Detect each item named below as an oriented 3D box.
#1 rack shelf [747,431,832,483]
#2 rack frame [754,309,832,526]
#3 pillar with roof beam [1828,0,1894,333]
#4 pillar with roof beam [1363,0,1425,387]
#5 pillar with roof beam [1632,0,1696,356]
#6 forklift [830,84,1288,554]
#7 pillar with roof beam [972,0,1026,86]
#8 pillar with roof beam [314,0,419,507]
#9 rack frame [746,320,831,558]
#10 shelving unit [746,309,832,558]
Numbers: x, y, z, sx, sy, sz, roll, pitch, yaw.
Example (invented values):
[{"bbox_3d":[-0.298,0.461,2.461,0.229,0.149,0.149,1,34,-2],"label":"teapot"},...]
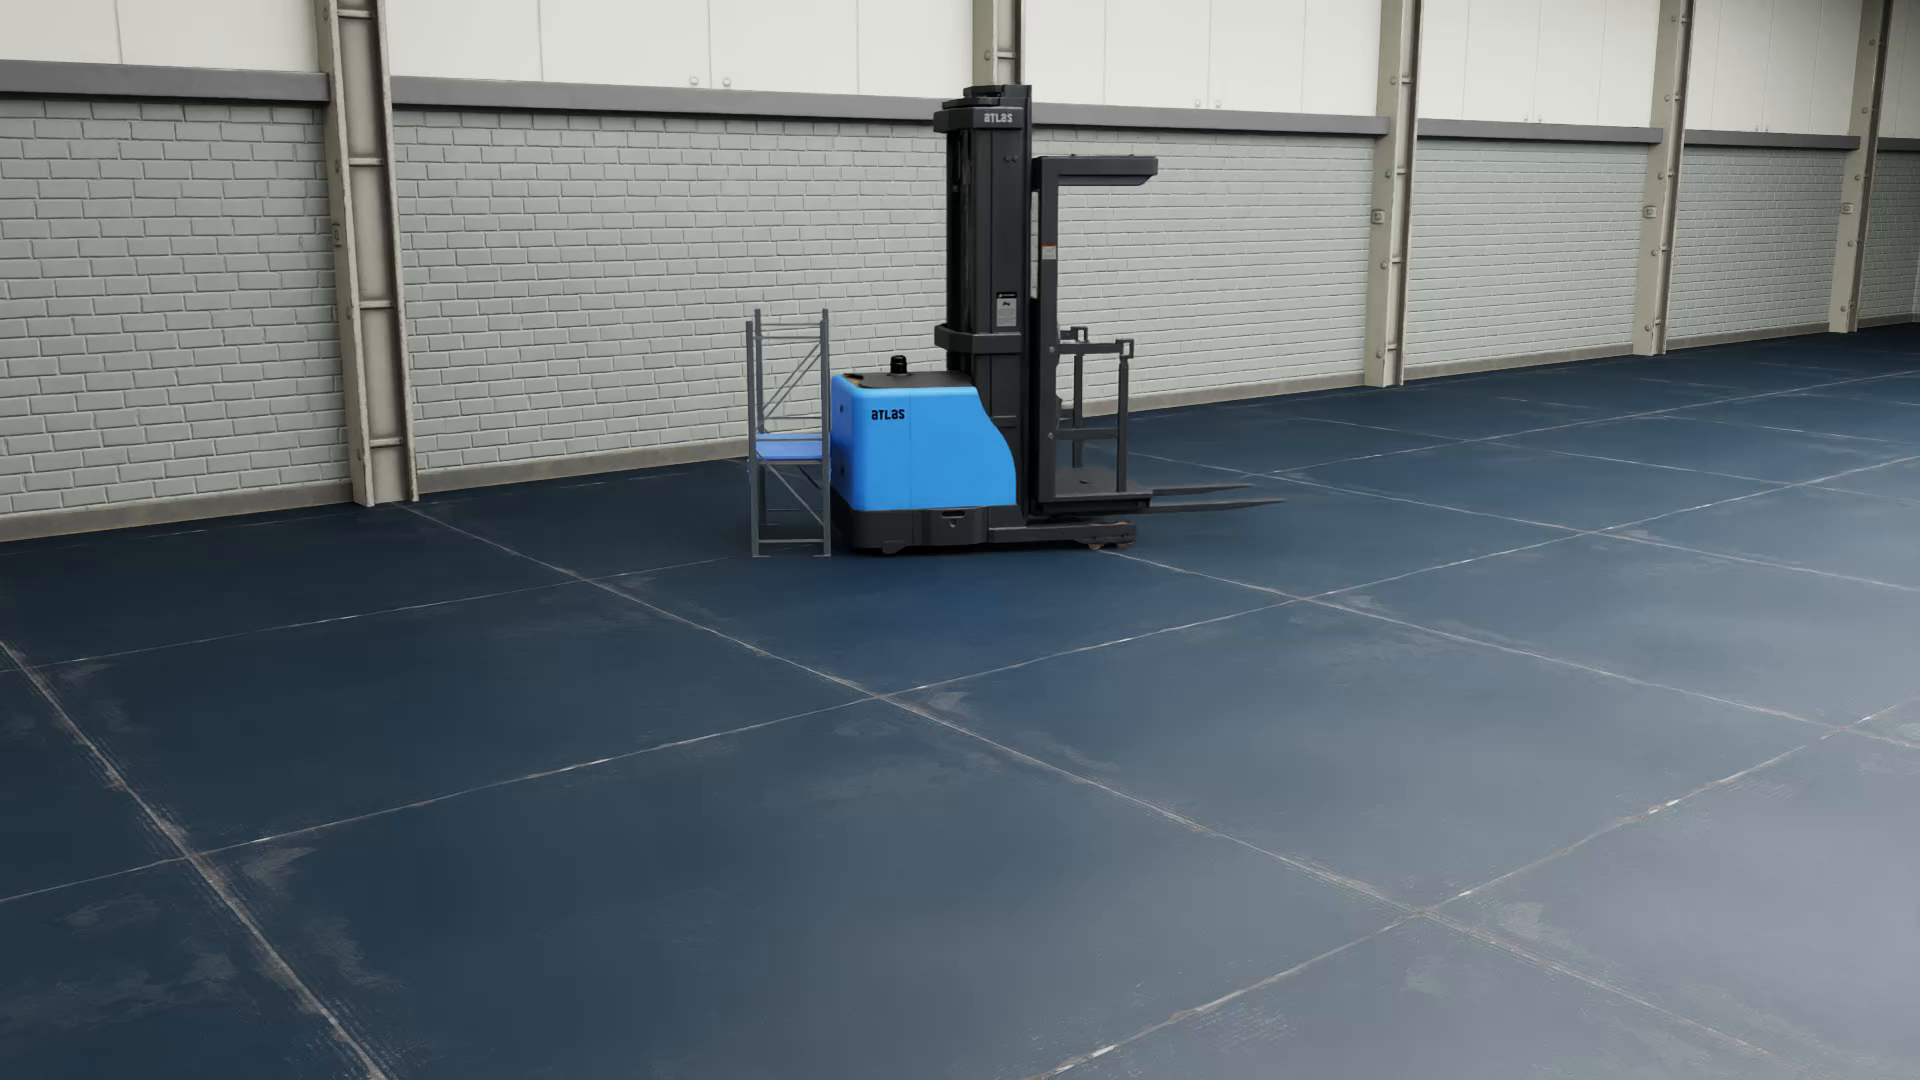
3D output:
[{"bbox_3d":[-1.111,-0.555,10.999,0.538,0.185,1.000,-1,12,-4],"label":"rack shelf"},{"bbox_3d":[-1.146,-0.837,11.458,0.500,1.500,0.032,-1,12,-4],"label":"rack frame"},{"bbox_3d":[17.106,-7.114,22.967,0.400,9.000,9.100,-9,15,-38],"label":"pillar with roof beam"},{"bbox_3d":[7.736,-5.557,15.634,0.400,9.000,9.100,-9,15,-38],"label":"pillar with roof beam"},{"bbox_3d":[12.421,-6.335,19.300,0.400,9.000,9.100,-9,15,-38],"label":"pillar with roof beam"},{"bbox_3d":[0.685,-1.483,11.056,3.031,2.935,1.130,-3,12,-13],"label":"forklift"},{"bbox_3d":[3.051,-4.778,11.967,0.400,9.000,9.100,-9,15,-38],"label":"pillar with roof beam"},{"bbox_3d":[-1.634,-4.000,8.301,0.400,9.000,9.100,-9,15,-38],"label":"pillar with roof beam"},{"bbox_3d":[-1.077,-0.626,10.465,0.500,1.500,0.032,-1,12,-4],"label":"rack frame"},{"bbox_3d":[-1.111,-0.731,10.962,0.538,1.500,1.048,-1,12,-4],"label":"shelving unit"}]
